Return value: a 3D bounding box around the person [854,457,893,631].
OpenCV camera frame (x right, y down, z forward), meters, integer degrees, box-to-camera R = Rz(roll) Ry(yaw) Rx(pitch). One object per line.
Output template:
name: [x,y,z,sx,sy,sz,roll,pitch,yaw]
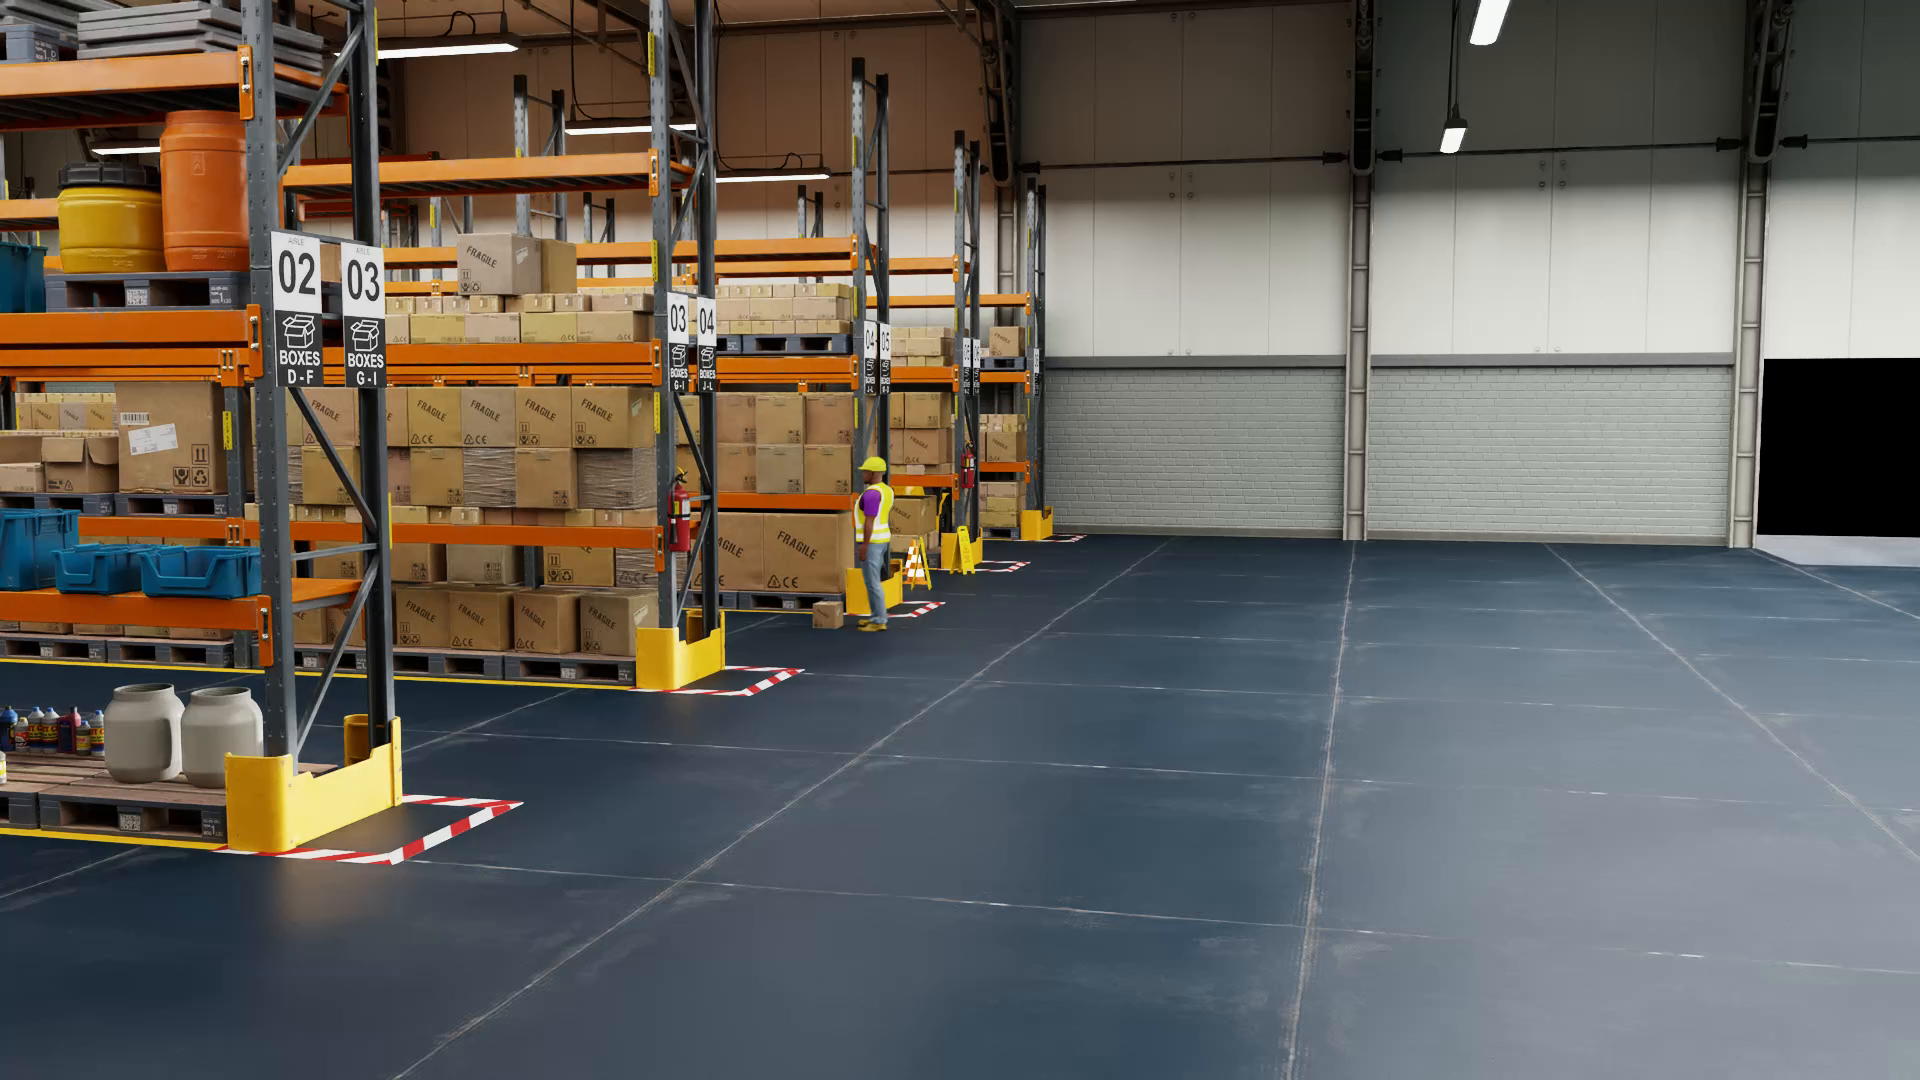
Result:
person: [-0.905,0.044,17.013,0.381,1.784,0.563,1,5,15]
